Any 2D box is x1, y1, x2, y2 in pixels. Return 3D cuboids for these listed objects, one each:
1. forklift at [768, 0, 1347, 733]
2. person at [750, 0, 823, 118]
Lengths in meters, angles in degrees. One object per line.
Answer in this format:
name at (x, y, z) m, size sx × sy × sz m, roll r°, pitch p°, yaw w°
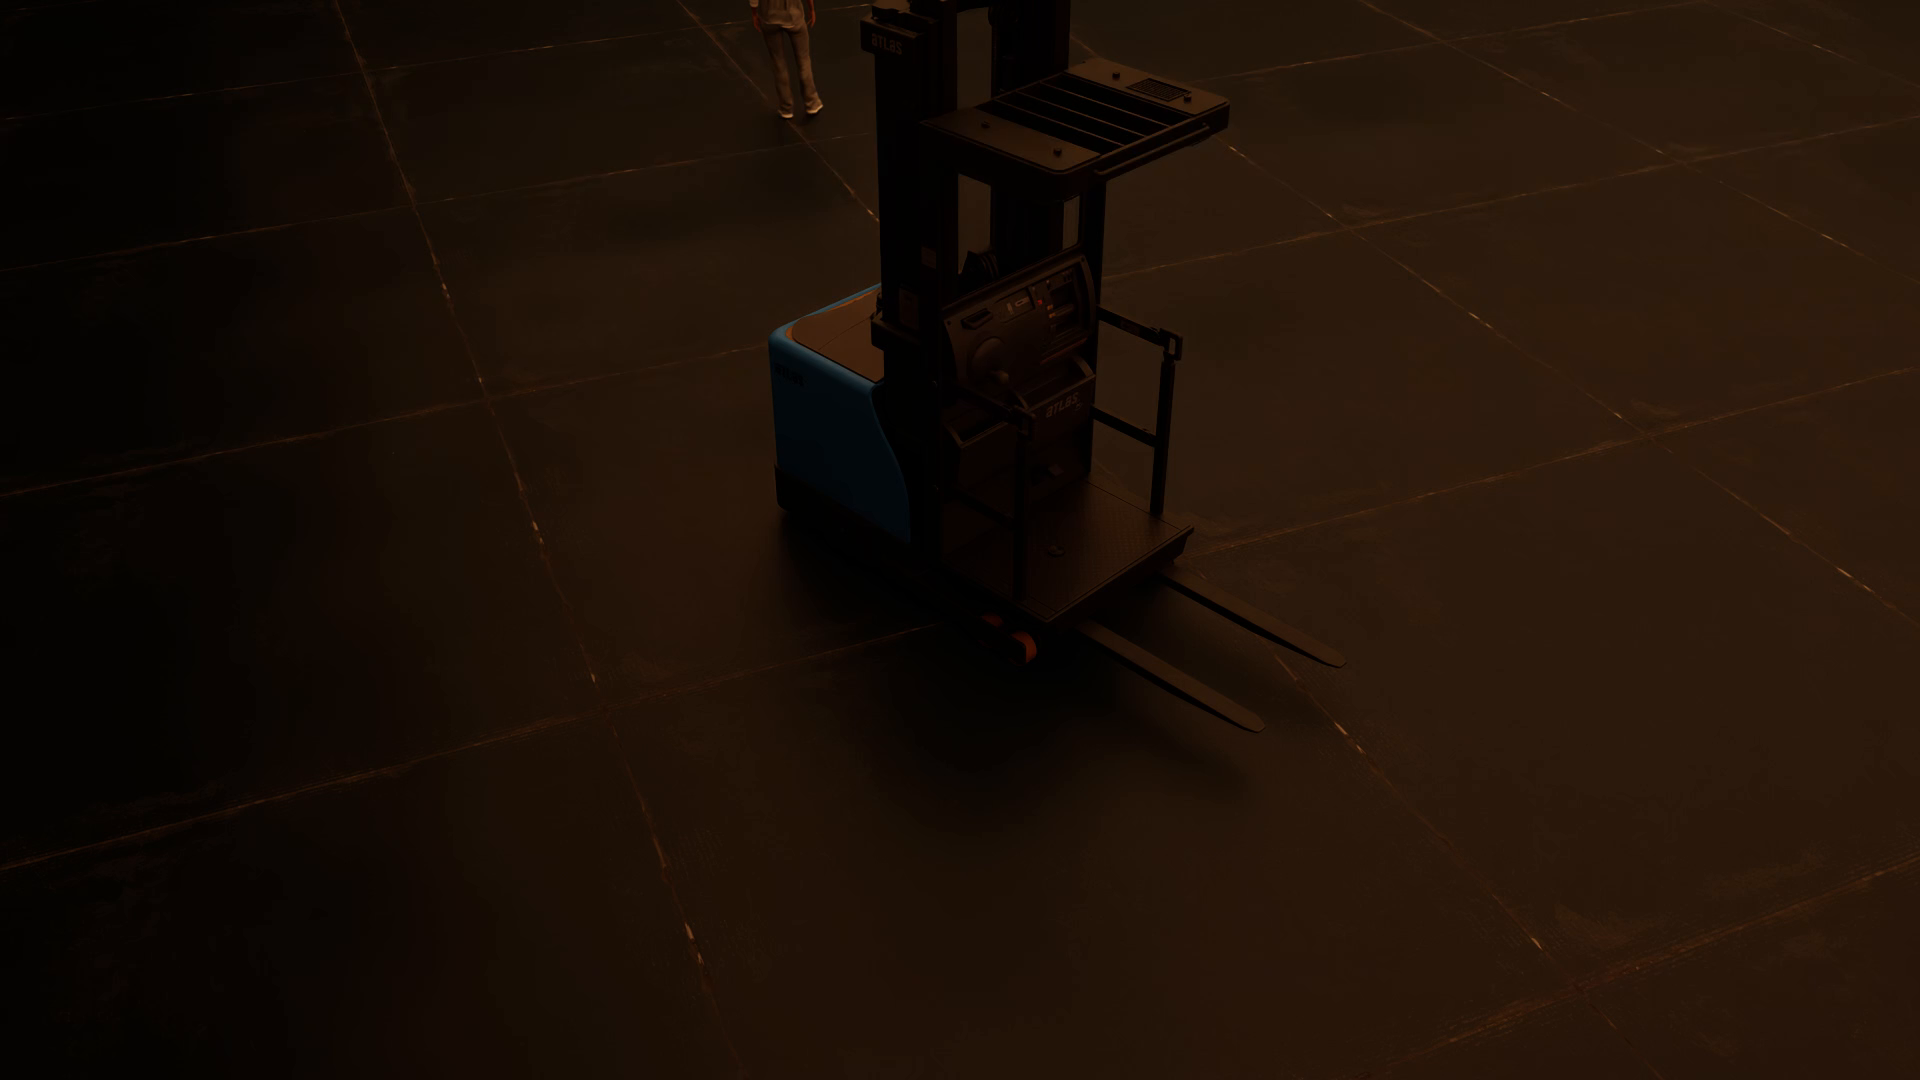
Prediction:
forklift at (0.432, -0.946, 7.429) m, size 3.031 × 2.935 × 1.130 m, roll 30°, pitch 45°, yaw 35°
person at (-1.374, -4.095, 13.001) m, size 0.513 × 1.601 × 0.466 m, roll -1°, pitch 35°, yaw -1°
